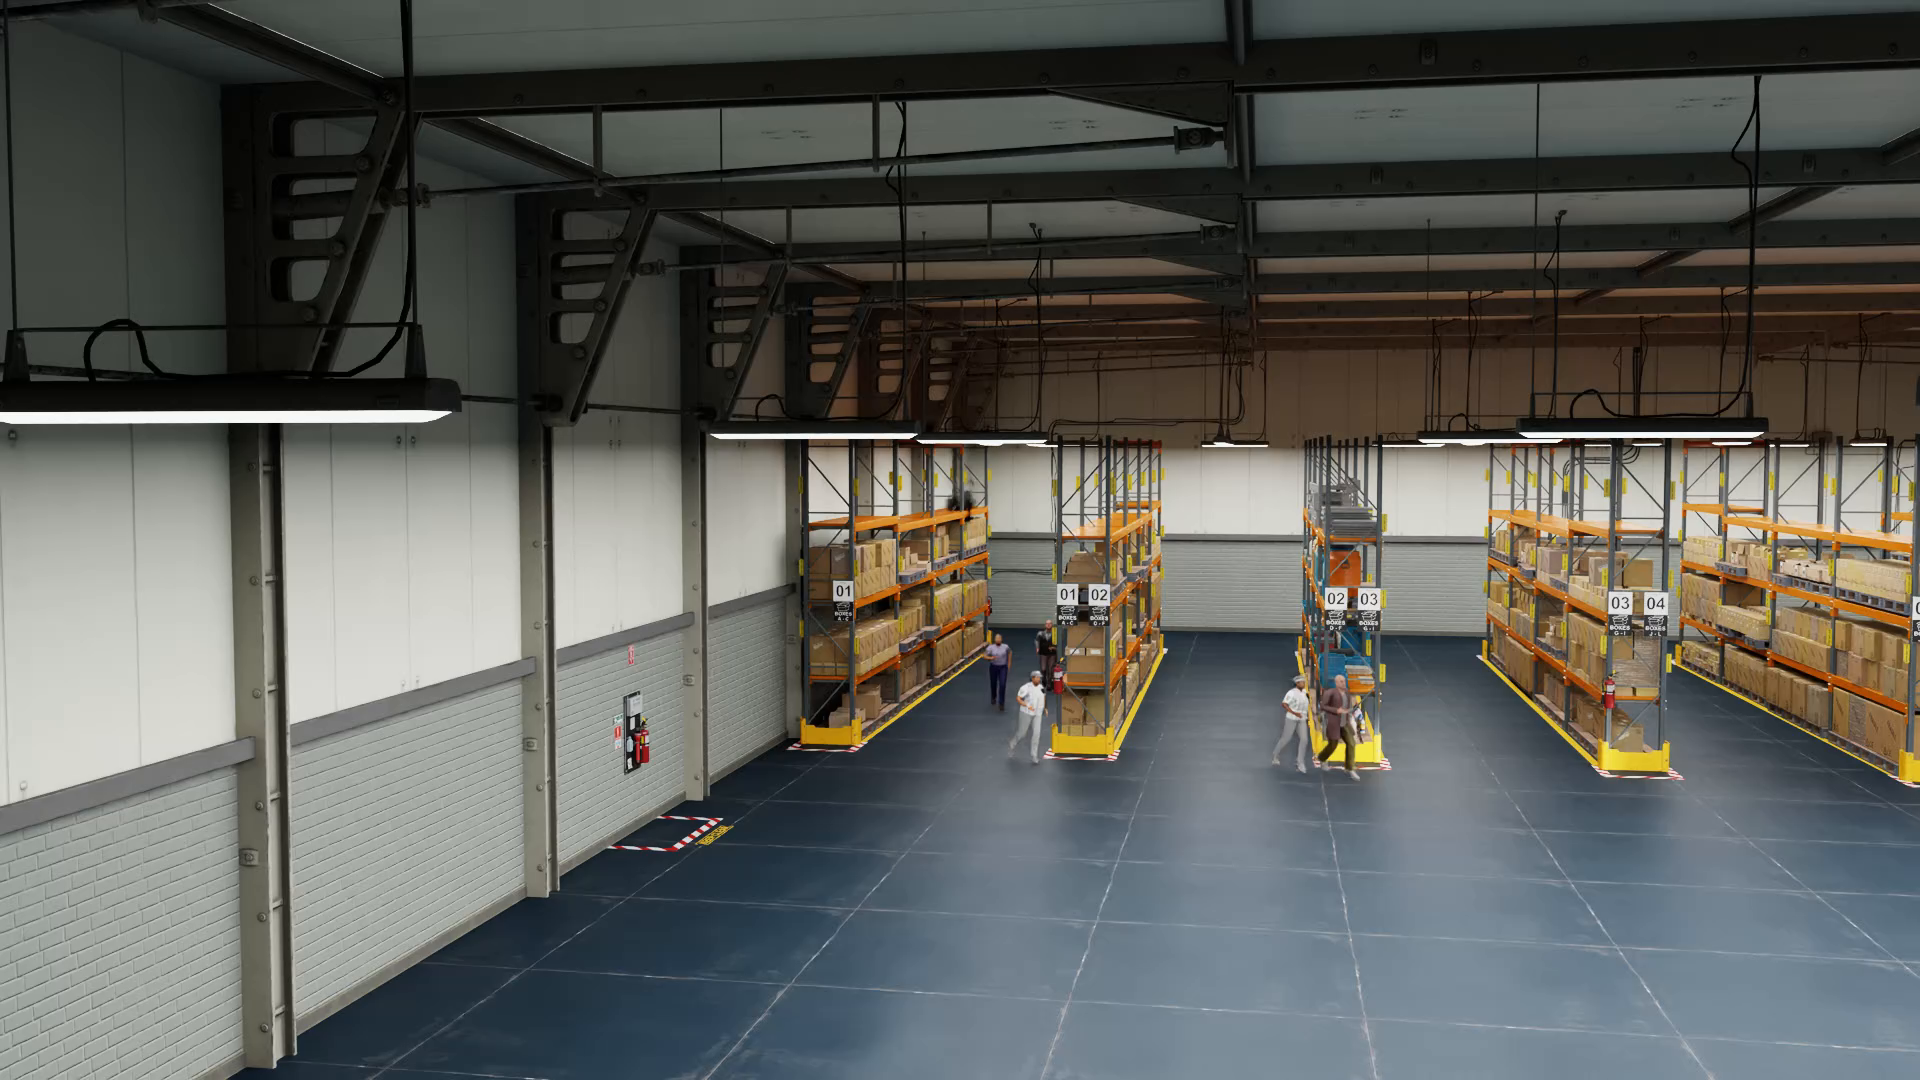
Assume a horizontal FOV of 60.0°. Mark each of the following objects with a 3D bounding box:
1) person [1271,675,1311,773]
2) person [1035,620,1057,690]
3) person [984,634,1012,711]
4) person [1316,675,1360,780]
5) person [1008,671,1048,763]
[{"bbox_3d":[6.062,3.269,29.934,0.666,1.707,0.837,-1,3,-24],"label":"person"},{"bbox_3d":[2.079,2.743,39.434,0.644,1.677,0.591,0,3,5],"label":"person"},{"bbox_3d":[0.838,2.890,36.799,0.632,1.655,0.902,0,3,-3],"label":"person"},{"bbox_3d":[6.624,3.258,29.211,0.738,1.802,1.019,-1,3,-25],"label":"person"},{"bbox_3d":[1.341,3.231,30.672,0.694,1.634,0.879,-2,3,-26],"label":"person"}]
